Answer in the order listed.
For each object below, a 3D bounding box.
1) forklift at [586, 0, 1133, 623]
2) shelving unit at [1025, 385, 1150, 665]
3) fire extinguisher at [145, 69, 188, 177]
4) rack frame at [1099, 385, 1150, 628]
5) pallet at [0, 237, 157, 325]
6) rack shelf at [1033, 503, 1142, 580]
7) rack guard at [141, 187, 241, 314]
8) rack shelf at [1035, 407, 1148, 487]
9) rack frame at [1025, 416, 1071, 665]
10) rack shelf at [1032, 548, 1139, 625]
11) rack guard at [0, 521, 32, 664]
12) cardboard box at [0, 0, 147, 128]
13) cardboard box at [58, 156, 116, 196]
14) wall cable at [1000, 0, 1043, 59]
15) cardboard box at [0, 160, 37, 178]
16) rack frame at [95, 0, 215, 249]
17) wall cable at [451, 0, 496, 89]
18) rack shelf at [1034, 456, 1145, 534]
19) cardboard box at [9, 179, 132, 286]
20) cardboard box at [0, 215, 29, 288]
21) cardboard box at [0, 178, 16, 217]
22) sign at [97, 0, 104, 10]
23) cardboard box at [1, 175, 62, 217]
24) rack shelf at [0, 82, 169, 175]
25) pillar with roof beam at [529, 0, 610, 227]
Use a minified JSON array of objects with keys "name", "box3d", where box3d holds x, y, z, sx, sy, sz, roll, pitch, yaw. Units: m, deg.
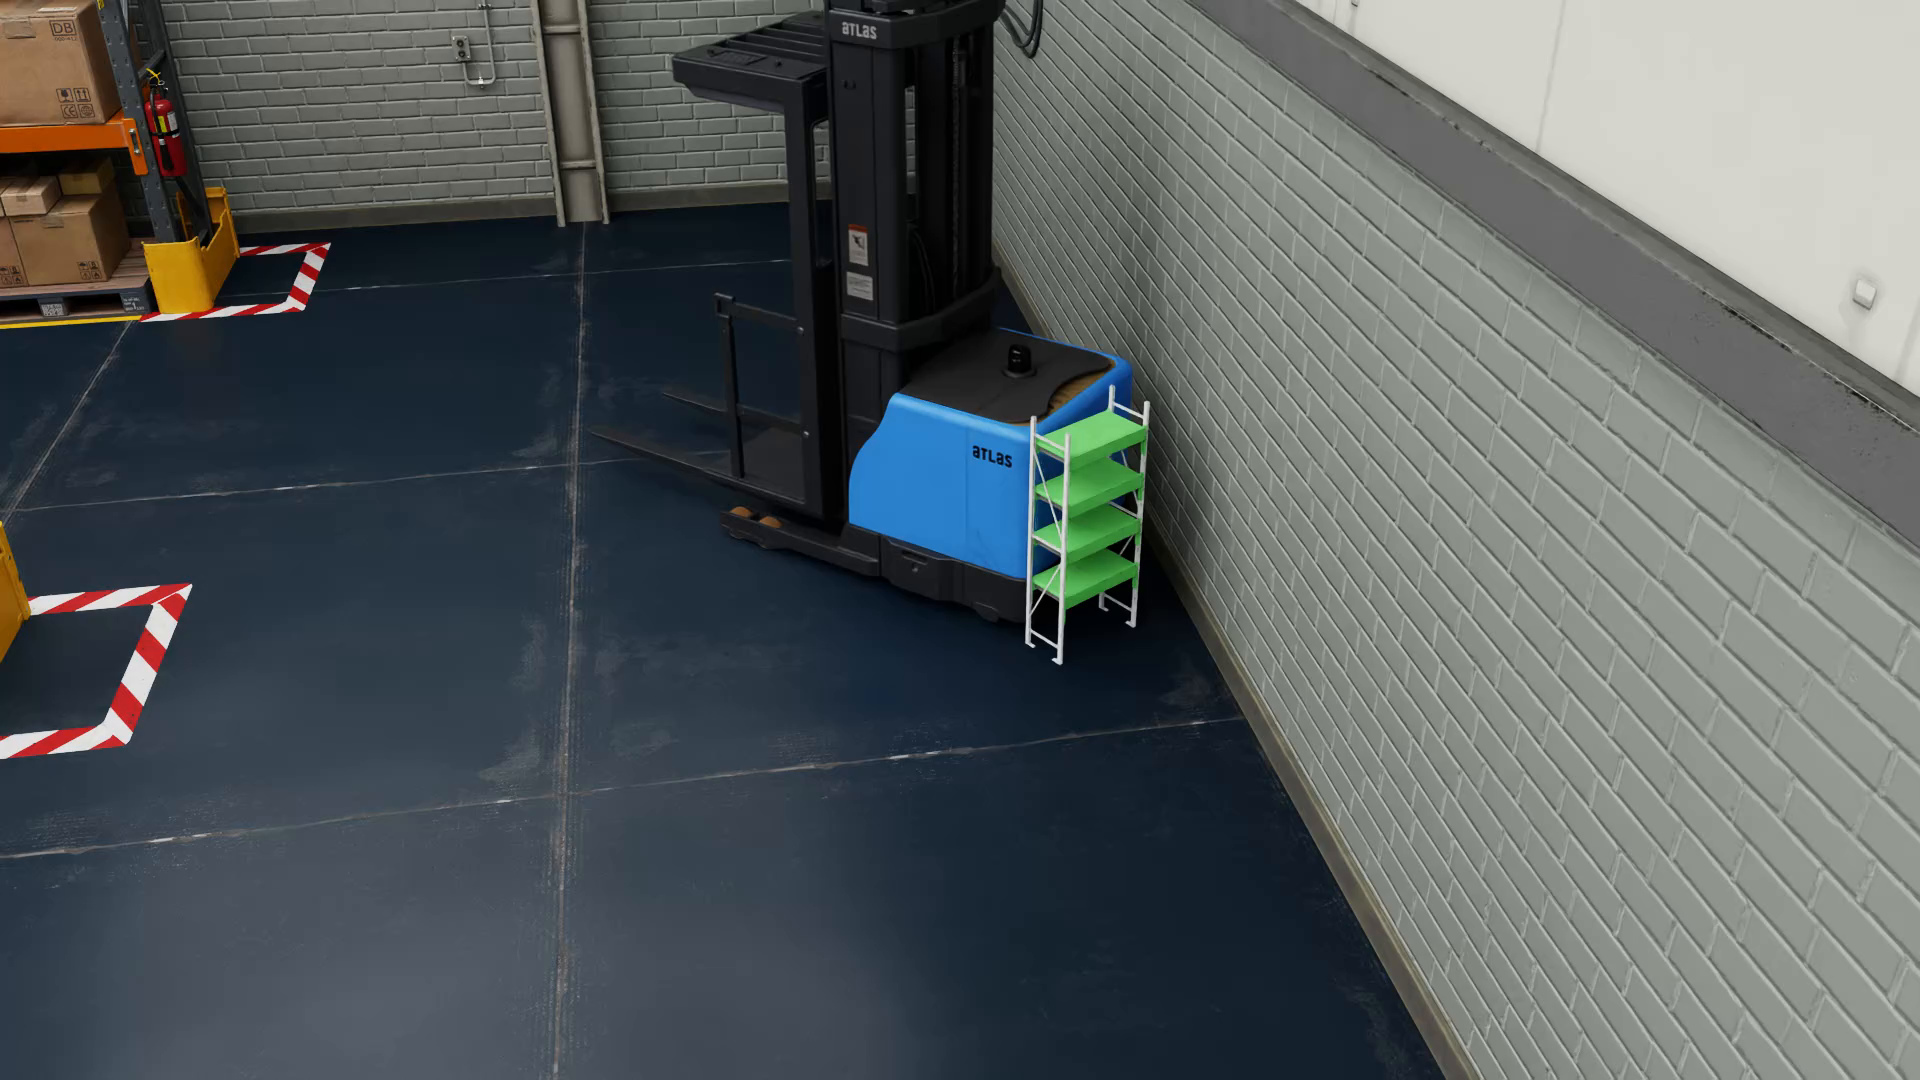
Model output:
[{"name":"forklift","box3d":[-0.656,-1.422,8.276,3.031,2.935,1.130,18,35,28]},{"name":"shelving unit","box3d":[0.581,-0.062,7.672,0.503,1.200,0.258,-23,38,-34]},{"name":"fire extinguisher","box3d":[-5.212,-2.725,10.870,0.183,0.674,0.296,-5,31,-9]},{"name":"rack frame","box3d":[0.766,-0.143,7.809,0.015,1.200,0.240,-23,38,-34]},{"name":"pallet","box3d":[-6.216,-1.822,11.640,1.213,0.211,1.003,-5,31,-9]},{"name":"rack shelf","box3d":[0.581,-0.007,7.704,0.480,0.148,0.258,-23,38,-34]},{"name":"rack guard","box3d":[-5.420,-2.060,11.761,0.348,0.500,1.175,-5,31,-9]},{"name":"rack shelf","box3d":[0.581,-0.421,7.461,0.480,0.148,0.258,-23,38,-34]},{"name":"rack frame","box3d":[0.395,0.018,7.535,0.015,1.200,0.240,-23,38,-34]},{"name":"rack shelf","box3d":[0.581,0.200,7.826,0.480,0.148,0.258,-23,38,-34]},{"name":"rack guard","box3d":[-4.623,0.418,7.545,0.348,0.500,1.175,-5,31,-9]},{"name":"cardboard box","box3d":[-5.944,-3.213,10.960,0.700,0.700,0.980,-4,31,-7]},{"name":"cardboard box","box3d":[-6.027,-2.516,11.482,0.250,0.149,0.380,-5,31,-9]},{"name":"wall cable","box3d":[0.184,-4.721,10.965,0.112,2.526,3.097,-5,31,-9]},{"name":"cardboard box","box3d":[-6.526,-2.469,11.402,0.250,0.149,0.380,-5,31,-9]},{"name":"rack frame","box3d":[-5.444,-3.136,11.123,0.127,3.000,1.000,-5,31,-9]},{"name":"wall cable","box3d":[-4.355,-4.162,11.867,1.851,1.984,0.084,-5,31,-9]},{"name":"rack shelf","box3d":[0.581,-0.214,7.583,0.480,0.148,0.258,-23,38,-34]},{"name":"cardboard box","box3d":[-6.114,-2.125,11.457,0.500,0.500,0.700,-5,31,-9]},{"name":"cardboard box","box3d":[-6.606,-2.080,11.379,0.500,0.500,0.700,-5,31,-9]},{"name":"cardboard box","box3d":[-6.459,-2.279,11.078,0.250,0.149,0.380,-5,31,-8]},{"name":"sign","box3d":[-5.360,-3.465,10.308,0.005,0.325,0.100,-5,31,-9]},{"name":"cardboard box","box3d":[-6.208,-2.302,11.118,0.250,0.149,0.380,-6,31,-10]},{"name":"rack shelf","box3d":[-7.411,-2.643,10.995,4.000,0.370,1.077,-5,31,-9]},{"name":"pillar with roof beam","box3d":[-2.168,-4.253,7.105,0.400,9.000,9.100,-5,31,-9]}]
